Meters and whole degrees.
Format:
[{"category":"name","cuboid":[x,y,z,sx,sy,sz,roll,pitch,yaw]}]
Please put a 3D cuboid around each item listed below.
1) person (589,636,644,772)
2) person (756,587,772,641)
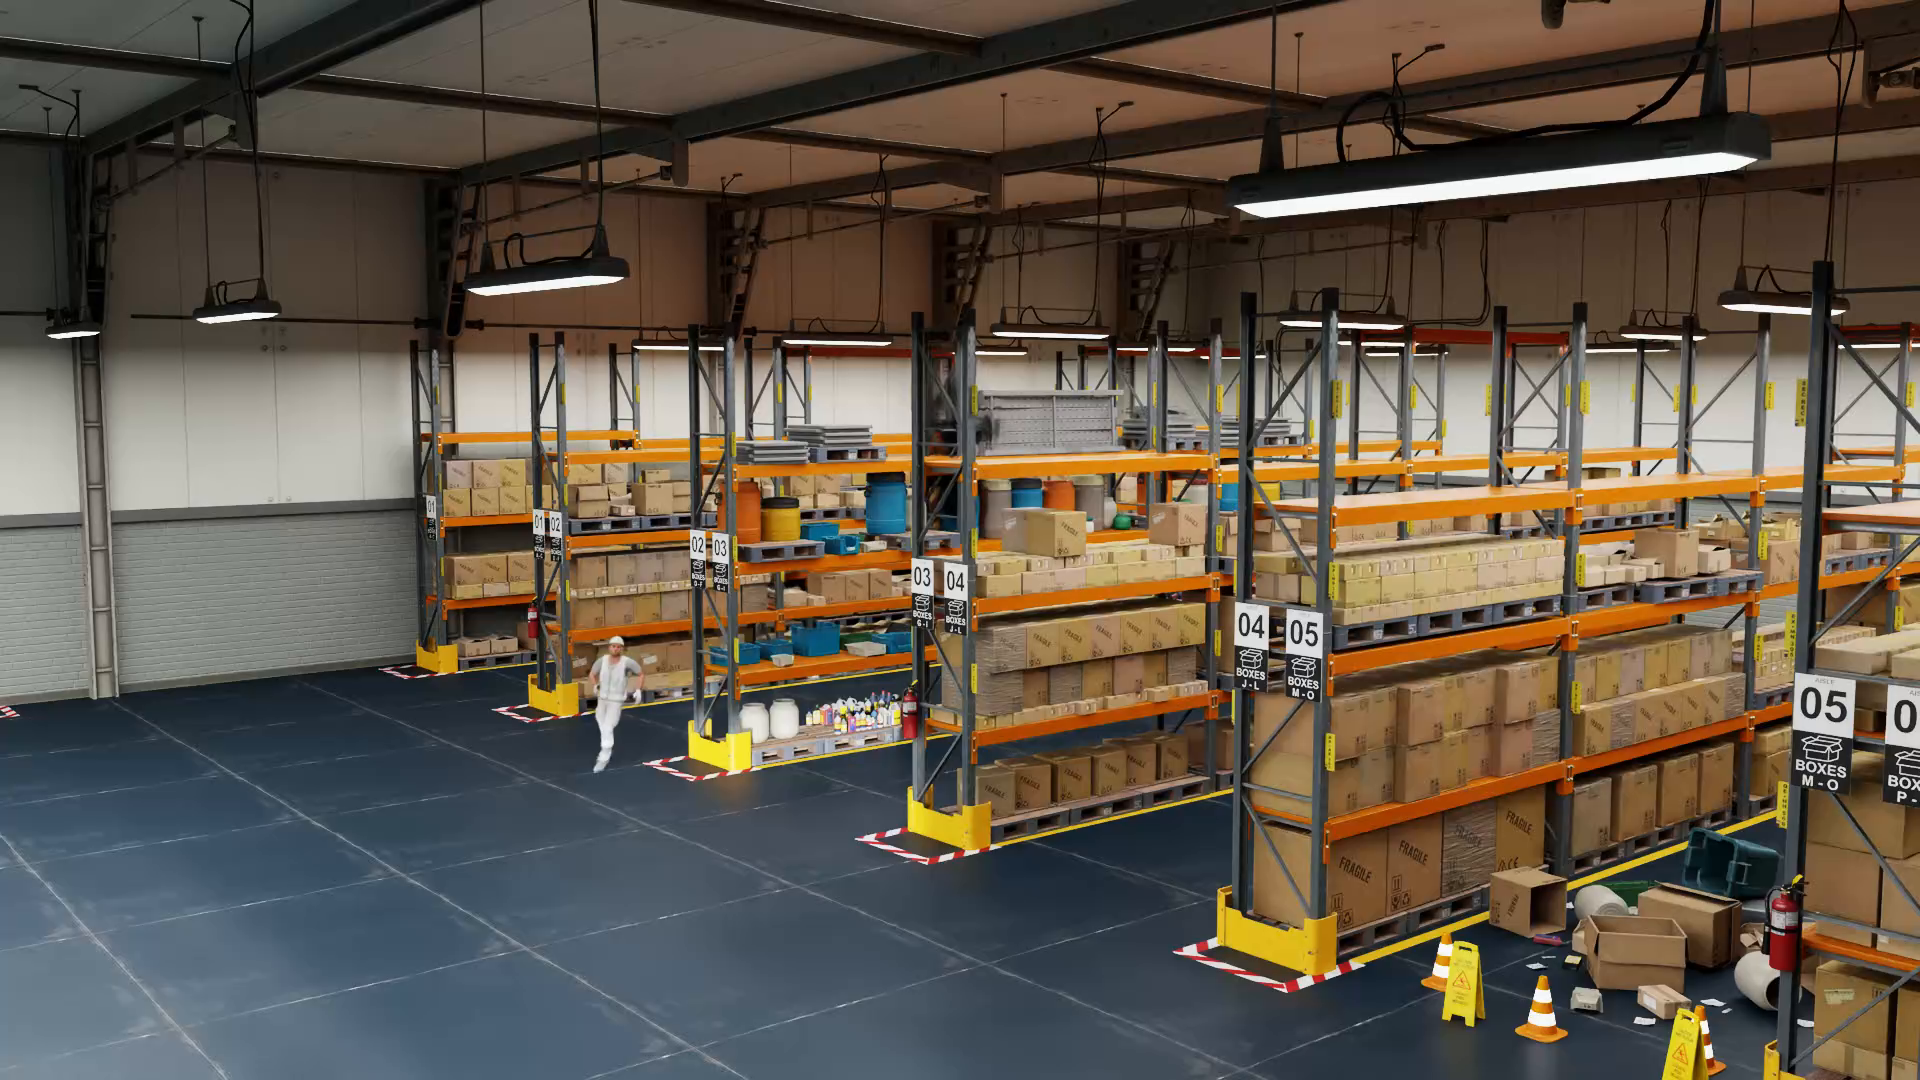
[{"category":"person","cuboid":[-4.683,2.199,22.535,0.730,1.813,0.726,1,5,12]},{"category":"person","cuboid":[-3.753,1.462,31.135,0.731,1.710,0.542,-5,7,-42]}]
